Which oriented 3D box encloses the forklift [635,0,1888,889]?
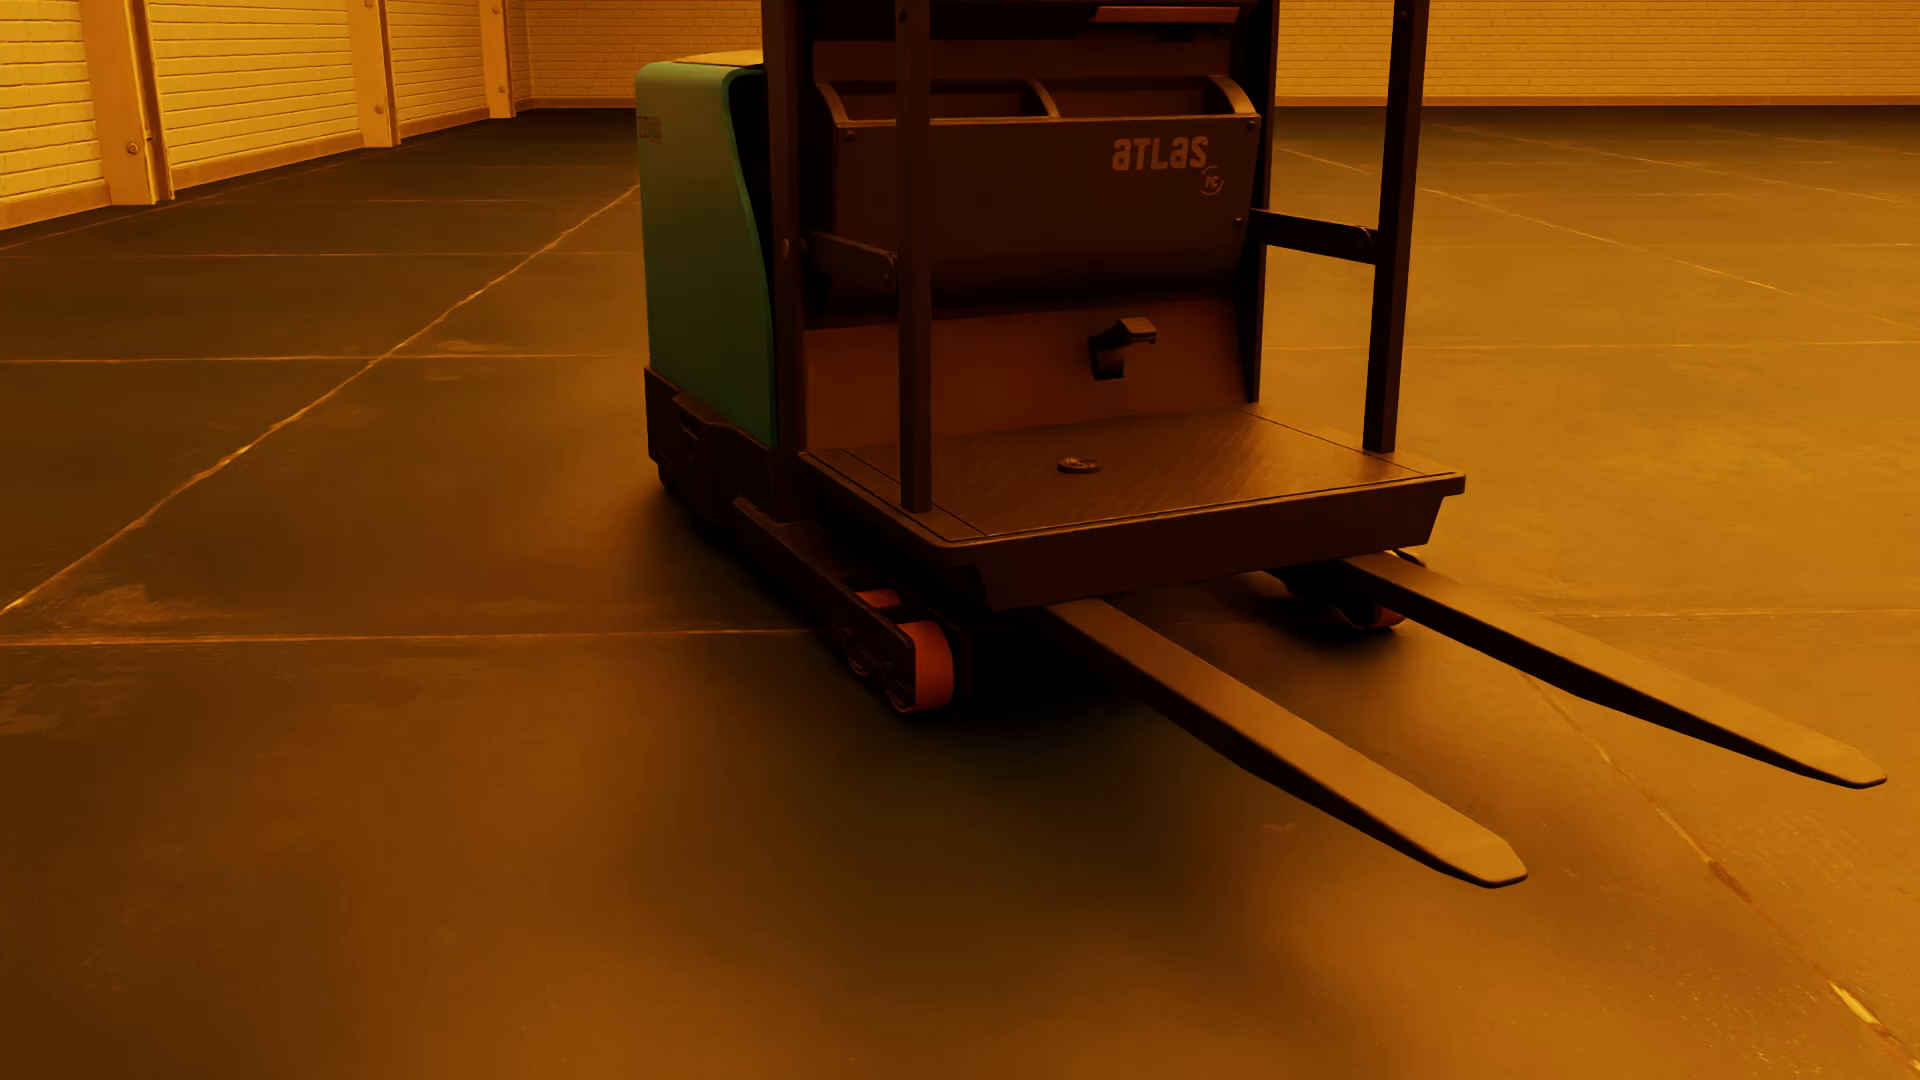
[{"bbox_3d":[0.258,-1.240,2.962,1.130,2.935,3.031,-8,19,-24],"label":"forklift"}]
